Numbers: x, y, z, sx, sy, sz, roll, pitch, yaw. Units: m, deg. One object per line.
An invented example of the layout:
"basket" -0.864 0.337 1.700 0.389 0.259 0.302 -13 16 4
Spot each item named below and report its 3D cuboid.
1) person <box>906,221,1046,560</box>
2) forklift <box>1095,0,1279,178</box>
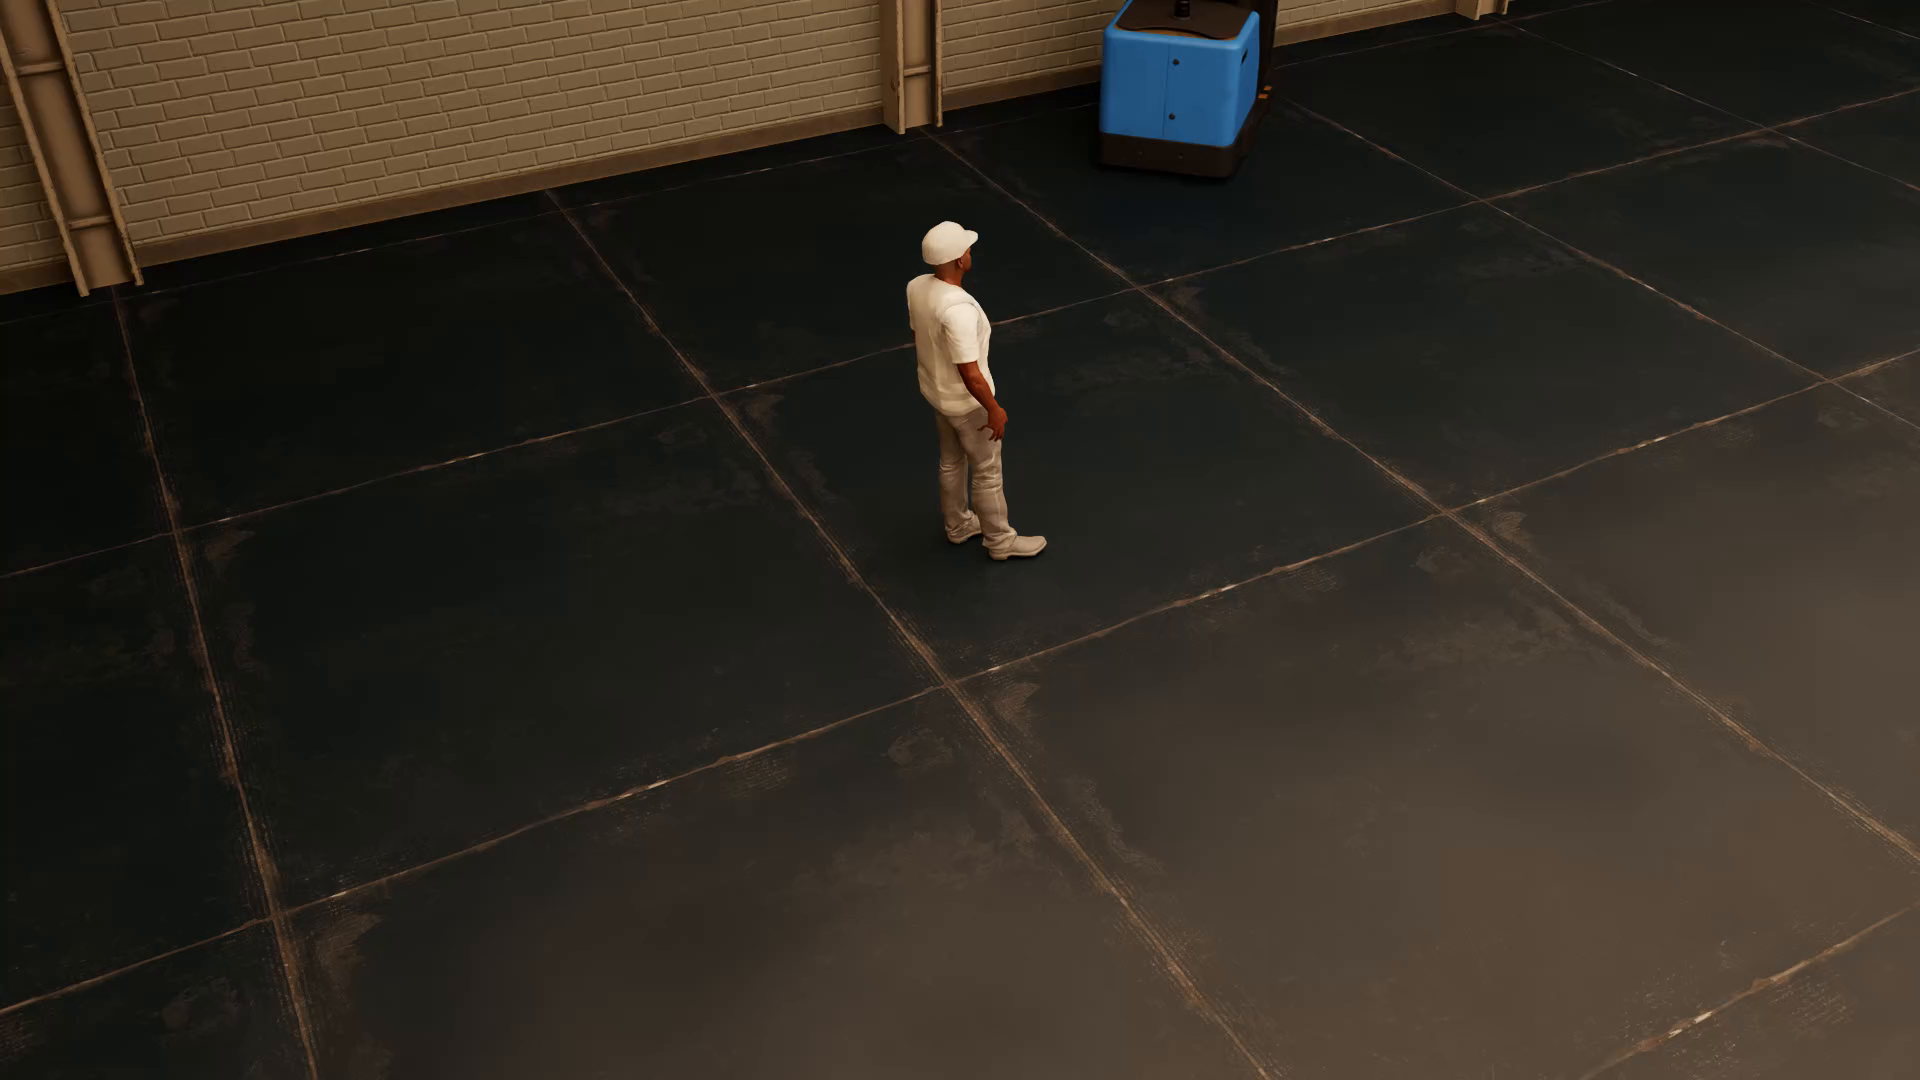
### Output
"person" 0.065 -0.743 8.171 0.575 1.768 0.665 -17 39 -23
"forklift" 1.964 -4.731 12.815 1.130 2.935 3.031 11 37 15
